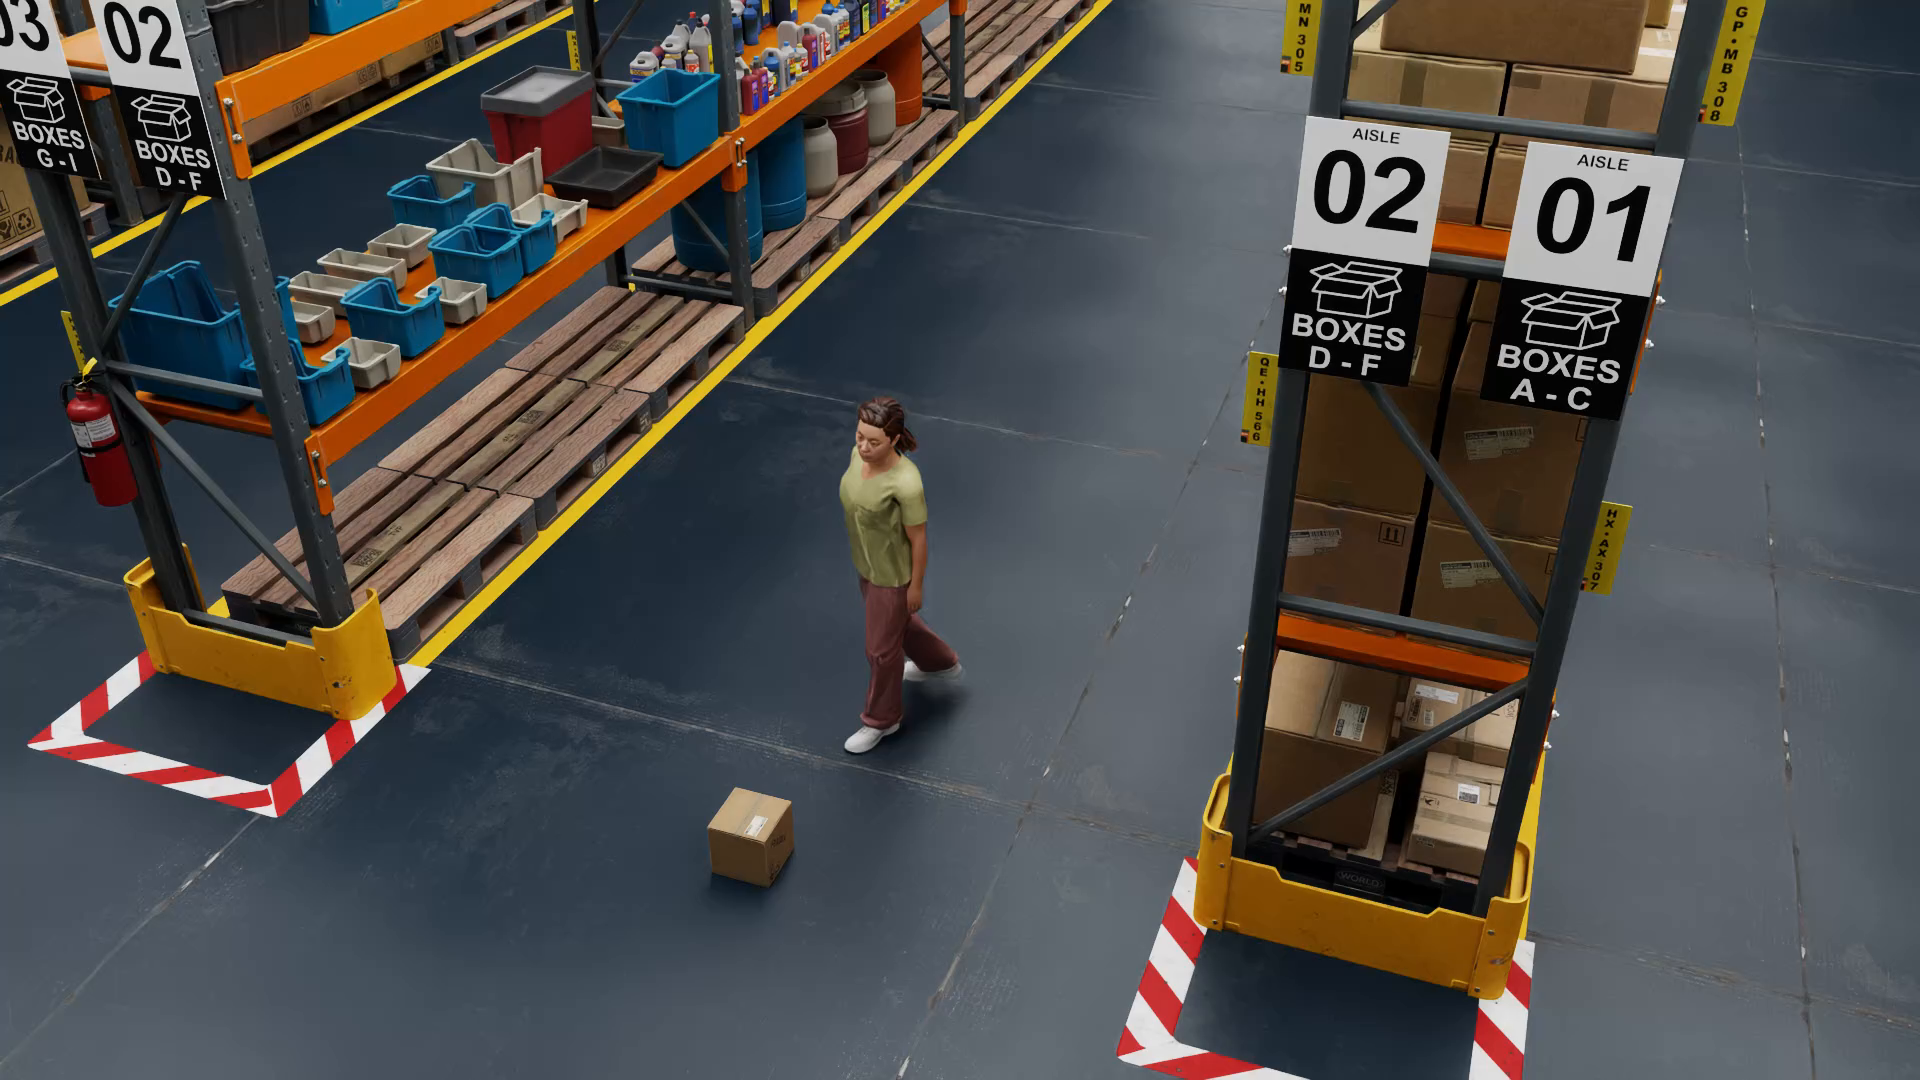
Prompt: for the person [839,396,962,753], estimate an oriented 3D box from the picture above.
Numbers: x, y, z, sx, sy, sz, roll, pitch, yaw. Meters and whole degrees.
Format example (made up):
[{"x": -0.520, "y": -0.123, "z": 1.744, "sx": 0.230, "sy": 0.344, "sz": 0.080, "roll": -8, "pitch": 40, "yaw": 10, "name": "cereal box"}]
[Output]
[{"x": -0.259, "y": 0.097, "z": 6.988, "sx": 0.672, "sy": 1.668, "sz": 0.471, "roll": -18, "pitch": 38, "yaw": -25, "name": "person"}]
